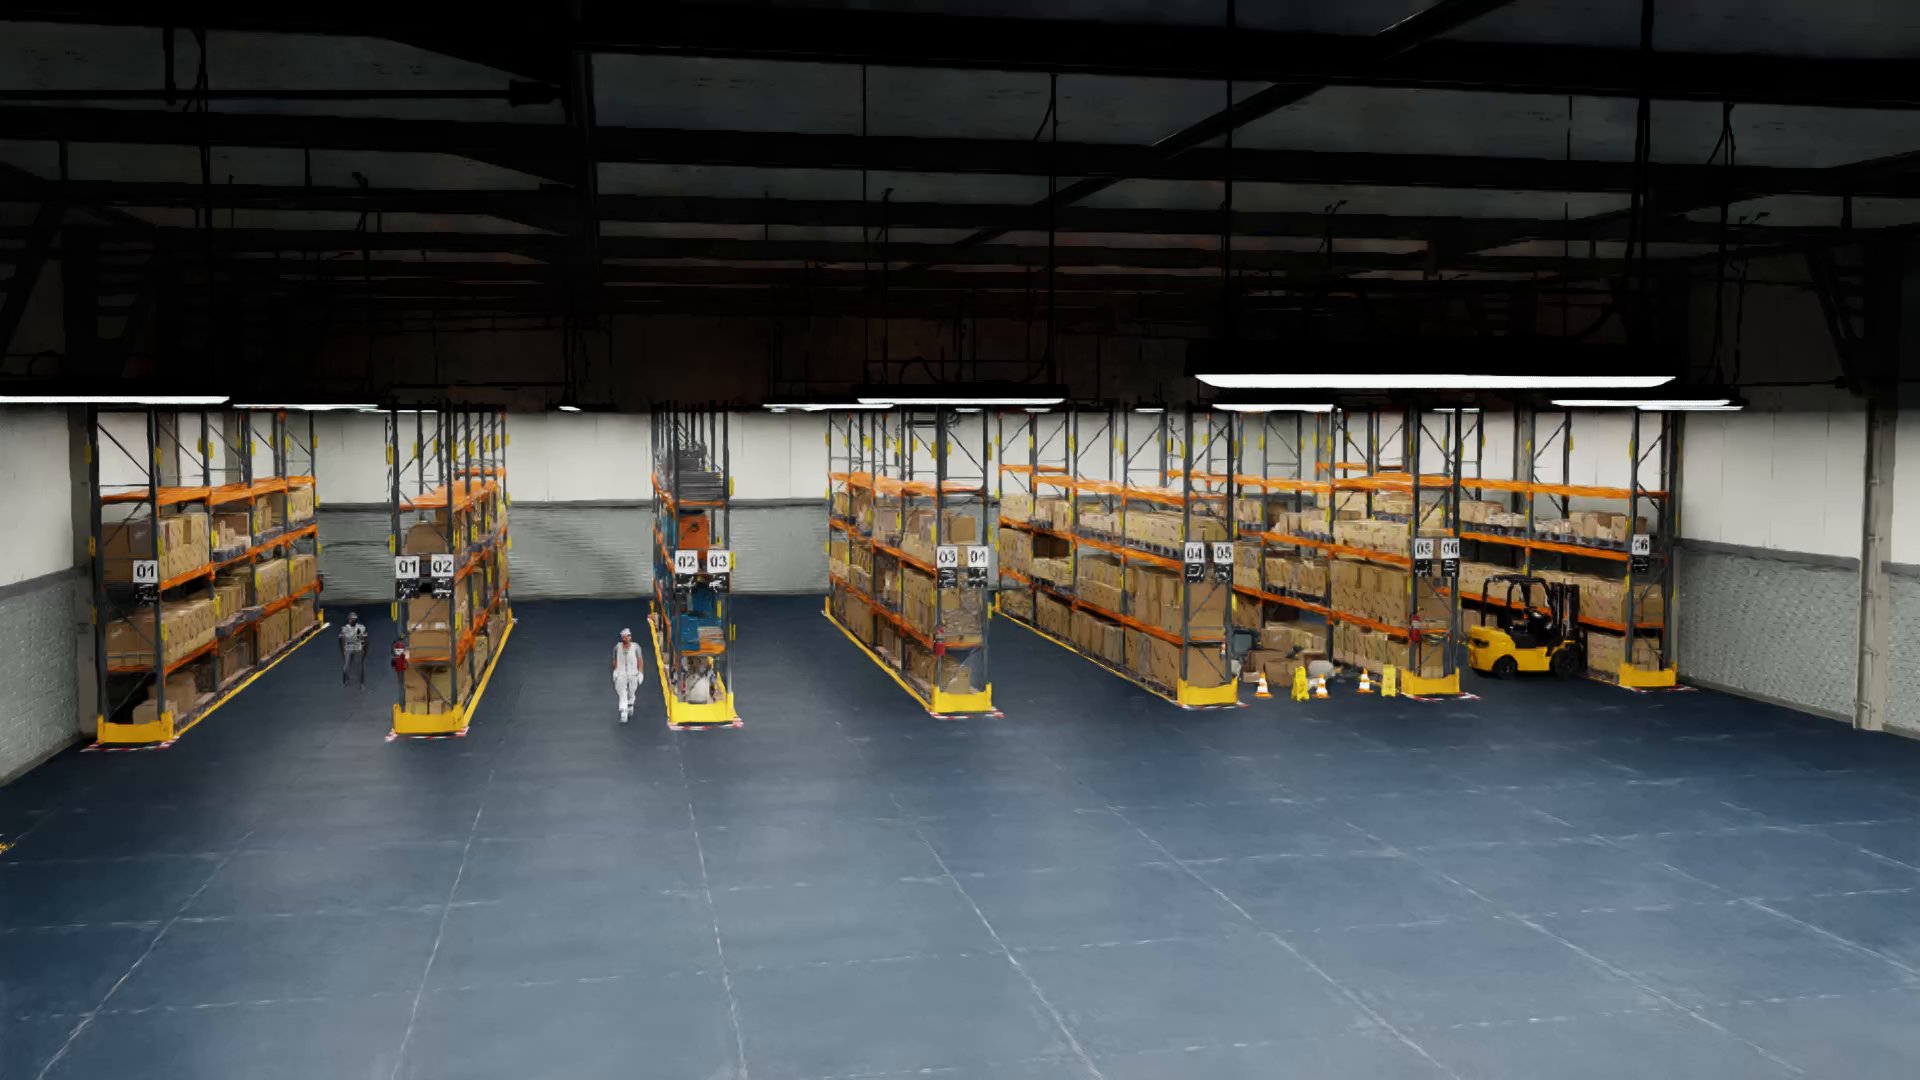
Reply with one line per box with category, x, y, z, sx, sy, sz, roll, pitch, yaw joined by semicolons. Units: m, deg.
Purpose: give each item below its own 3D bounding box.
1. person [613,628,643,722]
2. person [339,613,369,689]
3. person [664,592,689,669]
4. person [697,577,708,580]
person;-6.225;2.506;31.160;0.564;1.736;1.045;-1;4;-11
person;-12.641;2.304;34.679;0.592;1.629;0.526;-1;4;-14
person;-6.131;1.953;35.853;0.554;1.665;0.591;0;4;-2
person;-7.424;1.238;48.408;0.704;1.661;0.849;-2;5;-30
